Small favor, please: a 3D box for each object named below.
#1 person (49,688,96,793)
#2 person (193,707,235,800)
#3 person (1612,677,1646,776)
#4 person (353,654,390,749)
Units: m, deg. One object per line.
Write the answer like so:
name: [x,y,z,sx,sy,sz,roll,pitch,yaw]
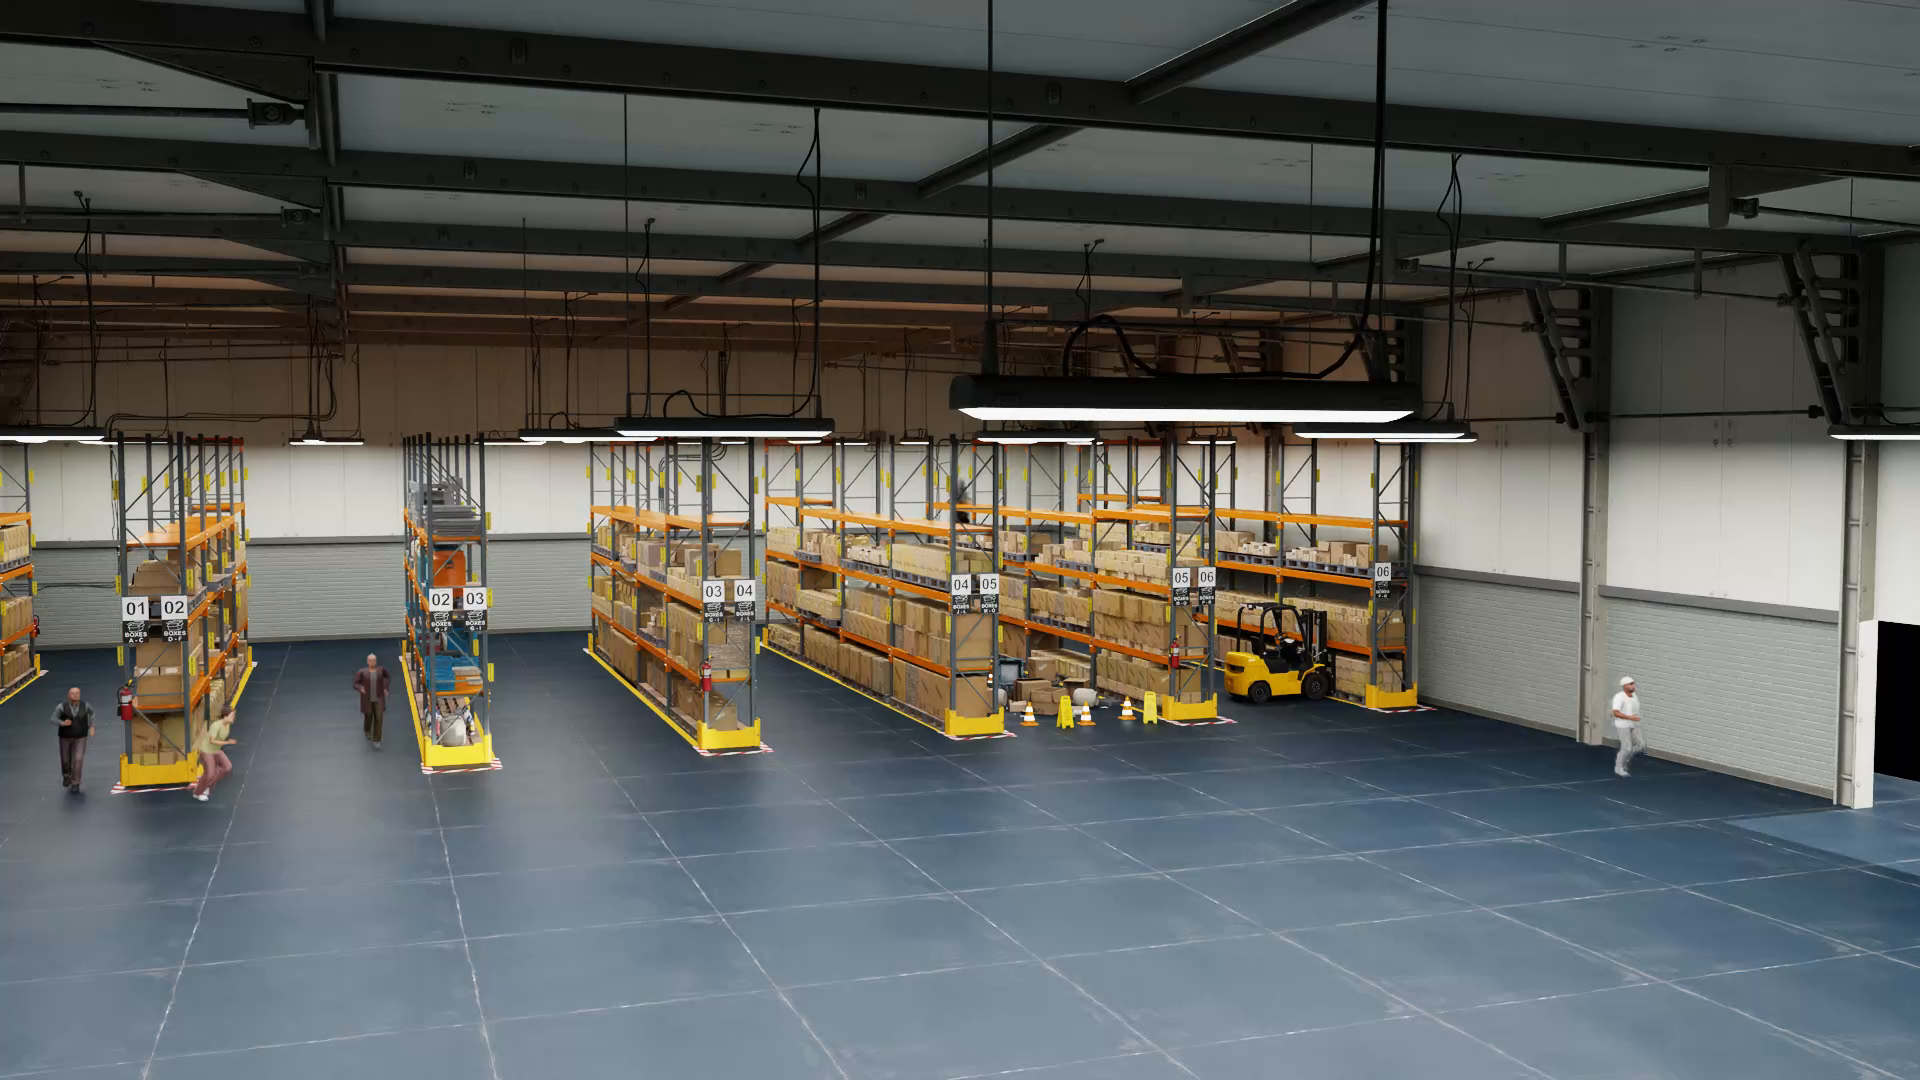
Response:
person: [-14.757,3.308,27.681,0.690,1.697,1.005,-2,4,-27]
person: [-12.093,3.466,27.067,0.835,1.519,0.605,0,3,7]
person: [11.654,3.244,28.935,0.695,1.736,0.591,-2,4,-32]
person: [-11.264,3.061,31.883,0.689,1.772,1.035,-1,3,-24]
